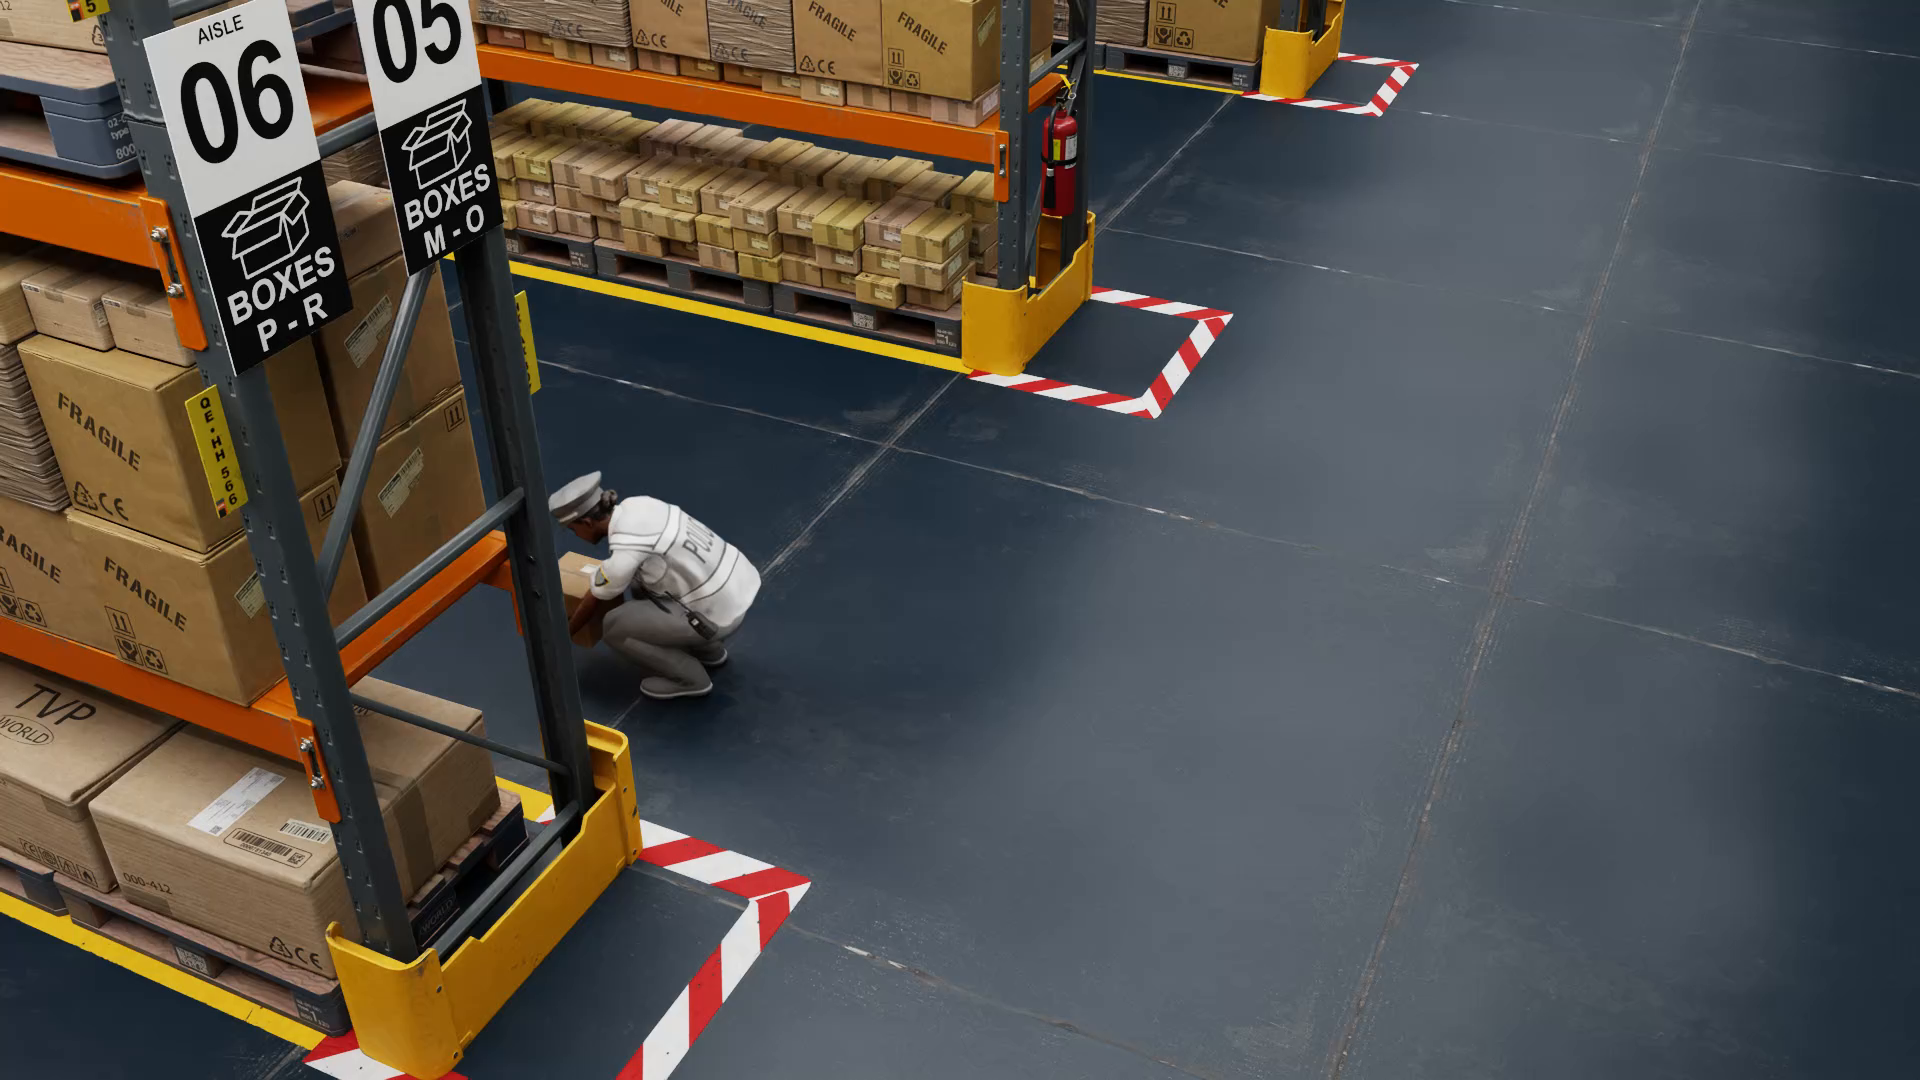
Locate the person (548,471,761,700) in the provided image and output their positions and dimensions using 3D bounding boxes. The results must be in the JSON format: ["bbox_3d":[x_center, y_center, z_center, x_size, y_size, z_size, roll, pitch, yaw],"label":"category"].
[{"bbox_3d":[-1.223,0.147,6.573,0.857,0.955,0.501,5,34,7],"label":"person"}]
